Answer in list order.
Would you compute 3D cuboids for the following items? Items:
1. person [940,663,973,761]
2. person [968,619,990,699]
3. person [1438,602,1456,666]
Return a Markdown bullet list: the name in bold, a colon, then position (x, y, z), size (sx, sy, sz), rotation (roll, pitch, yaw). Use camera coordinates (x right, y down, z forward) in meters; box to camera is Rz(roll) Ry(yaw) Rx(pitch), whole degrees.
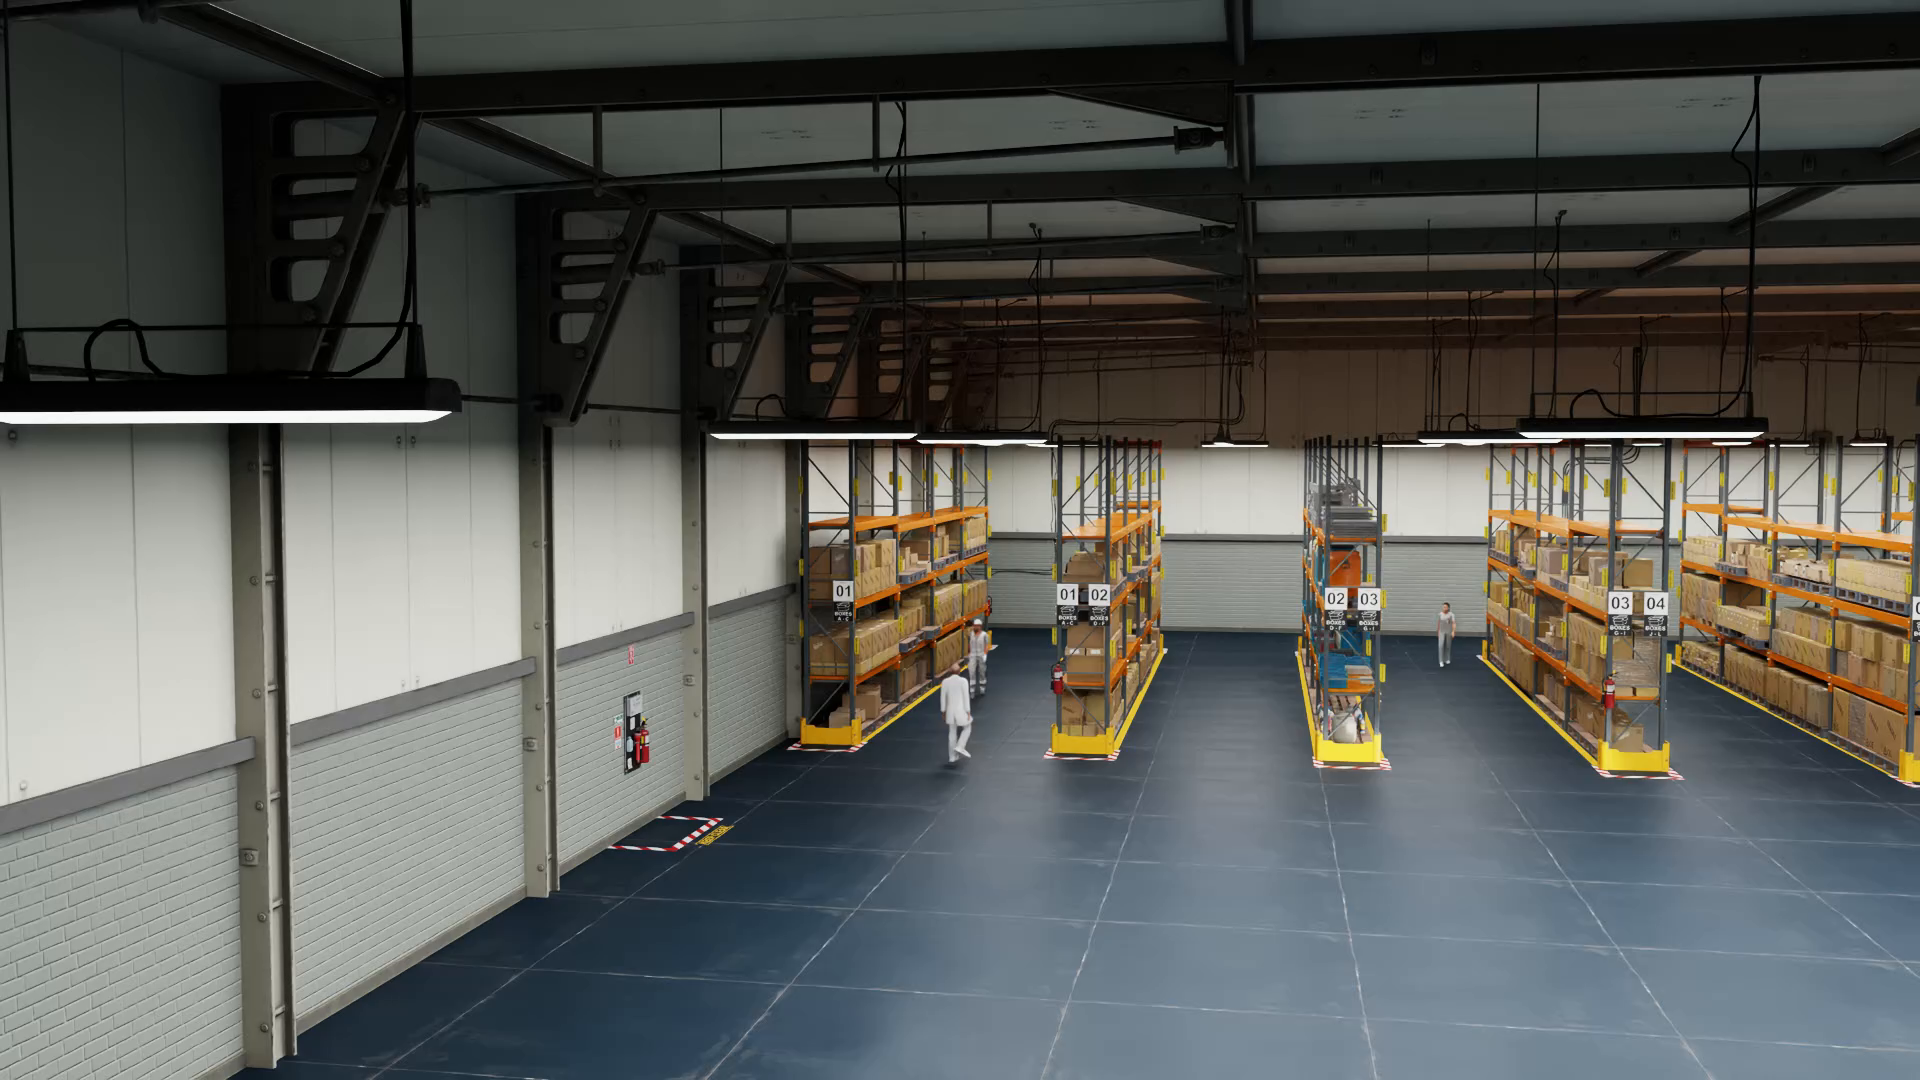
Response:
- **person**: position (-0.069, 3.164, 30.676), size (0.614, 1.766, 0.528), rotation (1, 3, 21)
- **person**: position (0.407, 2.755, 38.618), size (0.542, 1.818, 0.772), rotation (1, 3, 16)
- **person**: position (12.948, 2.496, 44.277), size (0.476, 1.680, 0.681), rotation (1, 3, 21)
